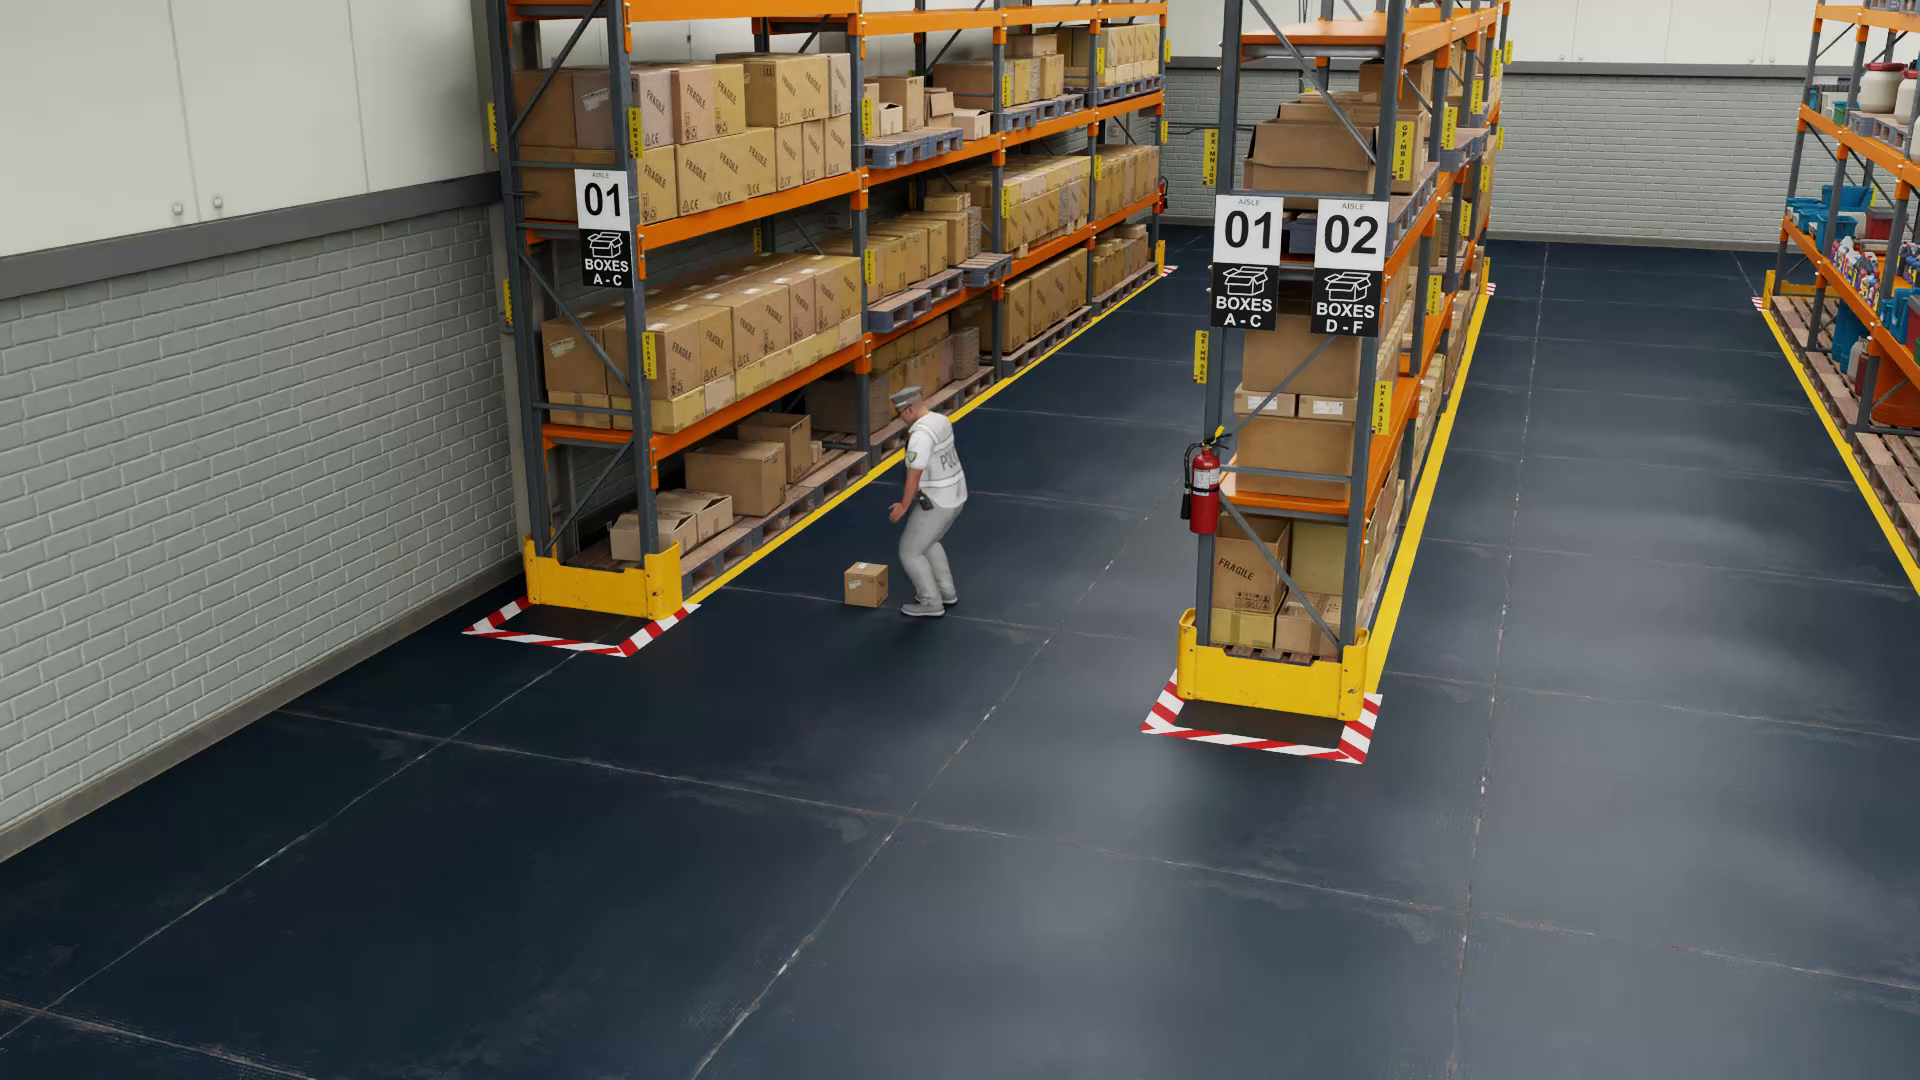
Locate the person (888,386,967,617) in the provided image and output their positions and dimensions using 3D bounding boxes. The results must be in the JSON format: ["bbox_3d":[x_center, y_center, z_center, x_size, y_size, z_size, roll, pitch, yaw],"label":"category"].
[{"bbox_3d":[-0.243,-0.277,12.014,0.539,1.678,0.564,7,20,20],"label":"person"}]
